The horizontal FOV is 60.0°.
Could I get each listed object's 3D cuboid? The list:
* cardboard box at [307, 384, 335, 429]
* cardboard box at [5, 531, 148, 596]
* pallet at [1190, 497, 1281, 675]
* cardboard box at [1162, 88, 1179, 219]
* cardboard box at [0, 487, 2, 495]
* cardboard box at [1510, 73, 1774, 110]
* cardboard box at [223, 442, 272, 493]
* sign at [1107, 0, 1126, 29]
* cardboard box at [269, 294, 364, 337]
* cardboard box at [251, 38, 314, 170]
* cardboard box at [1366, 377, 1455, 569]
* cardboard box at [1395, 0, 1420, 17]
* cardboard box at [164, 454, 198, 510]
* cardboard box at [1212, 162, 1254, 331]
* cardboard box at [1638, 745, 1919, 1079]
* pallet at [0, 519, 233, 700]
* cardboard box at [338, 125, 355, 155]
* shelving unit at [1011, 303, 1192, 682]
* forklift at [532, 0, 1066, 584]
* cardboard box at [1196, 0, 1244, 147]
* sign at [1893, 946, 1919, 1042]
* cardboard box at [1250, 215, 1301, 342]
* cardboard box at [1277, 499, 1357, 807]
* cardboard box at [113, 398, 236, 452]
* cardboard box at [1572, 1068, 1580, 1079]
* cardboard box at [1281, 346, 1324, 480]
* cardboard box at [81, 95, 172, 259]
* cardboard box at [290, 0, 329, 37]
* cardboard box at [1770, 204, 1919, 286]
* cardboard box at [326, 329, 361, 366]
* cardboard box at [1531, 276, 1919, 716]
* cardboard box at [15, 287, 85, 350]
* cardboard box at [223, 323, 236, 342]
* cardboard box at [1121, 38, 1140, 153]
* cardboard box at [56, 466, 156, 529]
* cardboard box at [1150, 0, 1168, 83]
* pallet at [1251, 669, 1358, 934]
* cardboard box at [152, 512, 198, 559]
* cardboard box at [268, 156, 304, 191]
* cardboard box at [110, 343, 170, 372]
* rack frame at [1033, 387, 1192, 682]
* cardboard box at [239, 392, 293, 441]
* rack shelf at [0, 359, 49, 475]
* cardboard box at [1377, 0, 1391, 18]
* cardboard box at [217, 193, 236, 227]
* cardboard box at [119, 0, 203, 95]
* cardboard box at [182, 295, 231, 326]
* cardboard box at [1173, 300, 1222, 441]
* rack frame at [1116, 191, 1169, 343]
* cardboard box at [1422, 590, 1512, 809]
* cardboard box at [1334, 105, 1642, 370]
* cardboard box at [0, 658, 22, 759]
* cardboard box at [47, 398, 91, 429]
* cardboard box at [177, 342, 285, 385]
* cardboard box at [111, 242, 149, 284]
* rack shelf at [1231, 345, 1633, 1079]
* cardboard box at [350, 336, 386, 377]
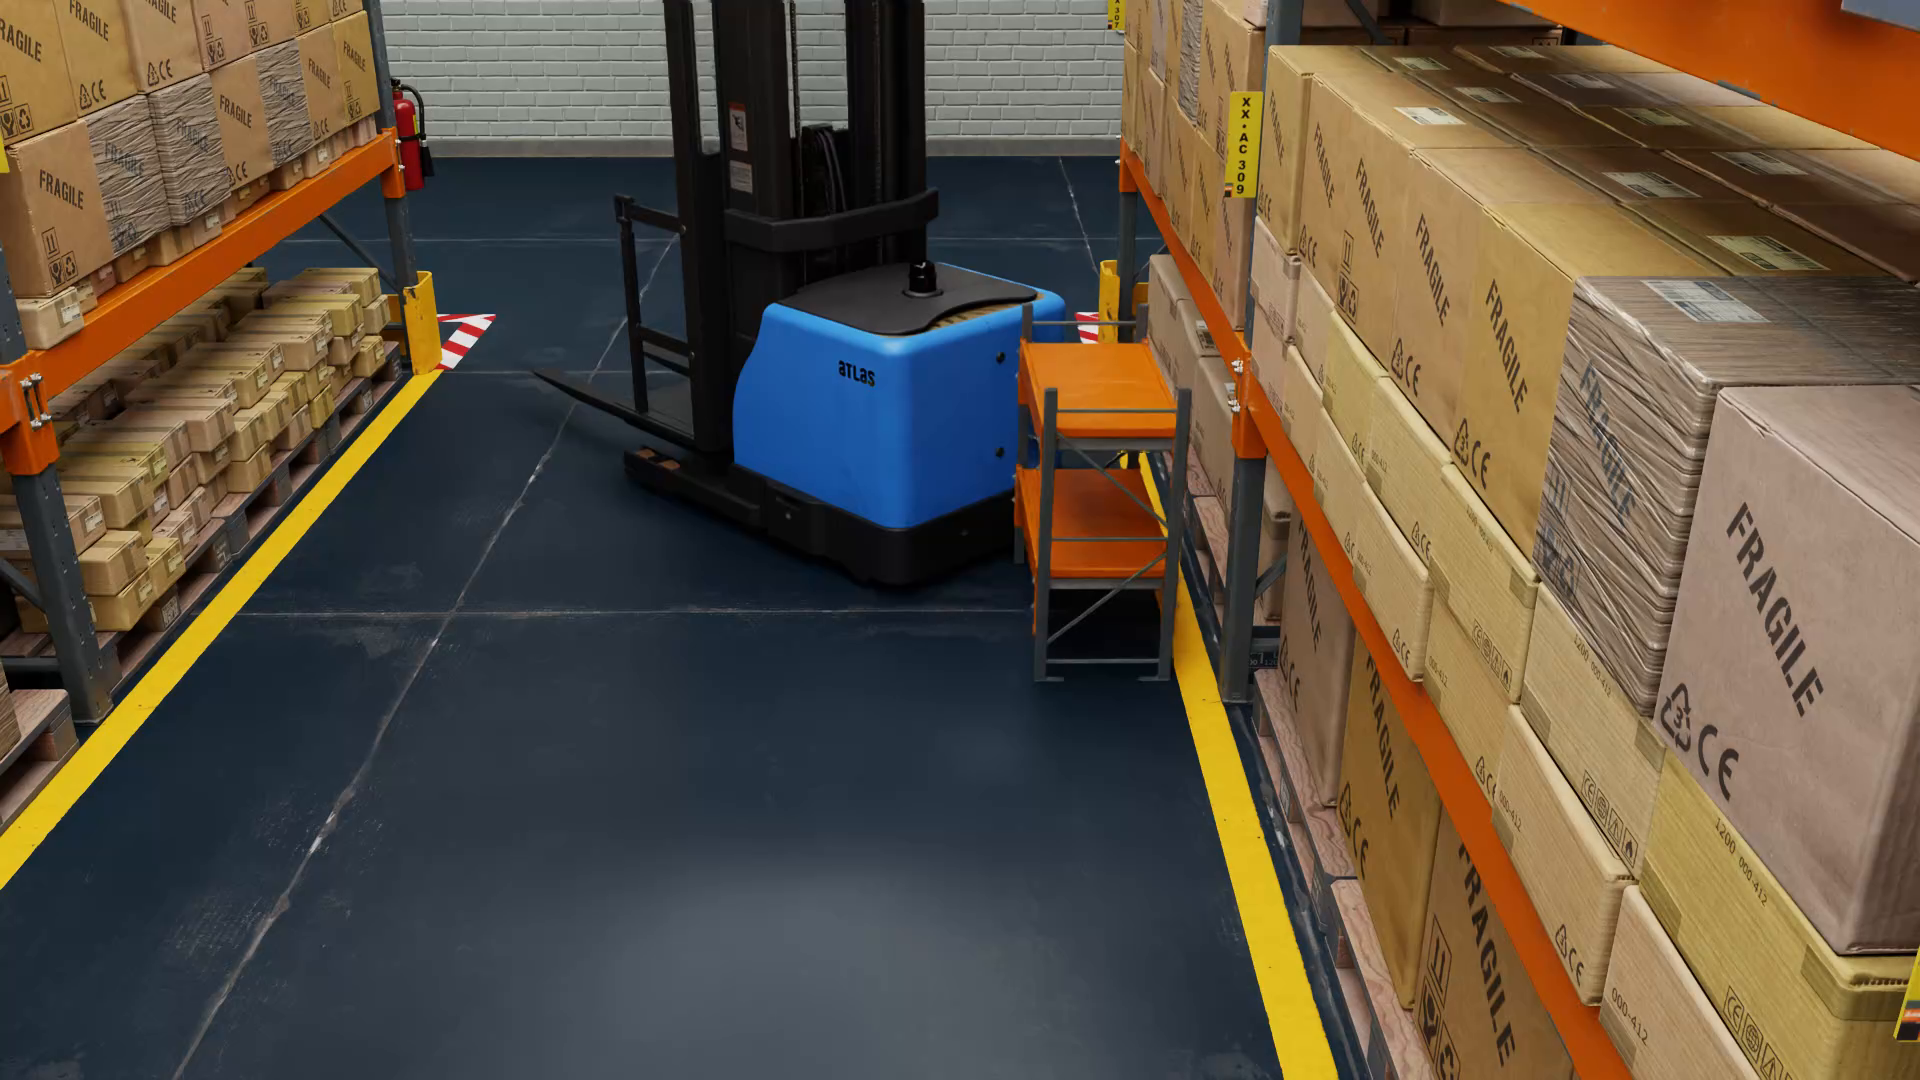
[{"bbox_3d":[-3.238,-0.643,7.981,0.380,0.149,0.250,-1,24,-3],"label":"cardboard box"},{"bbox_3d":[-3.194,0.082,6.018,0.380,0.149,0.250,1,24,2],"label":"cardboard box"},{"bbox_3d":[1.508,0.153,6.655,1.003,0.211,1.213,0,24,-1],"label":"pallet"},{"bbox_3d":[1.156,-1.674,7.190,0.500,0.500,0.500,1,24,1],"label":"cardboard box"},{"bbox_3d":[-3.817,-0.154,6.177,0.380,0.149,0.250,0,24,0],"label":"cardboard box"},{"bbox_3d":[1.707,-0.908,4.284,0.500,0.500,0.500,0,24,0],"label":"cardboard box"},{"bbox_3d":[-3.248,-0.318,7.263,0.380,0.149,0.250,-1,24,-2],"label":"cardboard box"},{"bbox_3d":[0.840,-2.882,8.836,0.100,0.325,0.005,0,24,-1],"label":"sign"},{"bbox_3d":[-3.220,-1.124,8.324,0.380,0.149,0.250,-1,24,-2],"label":"cardboard box"},{"bbox_3d":[-3.276,-1.964,7.470,0.500,0.500,0.500,0,24,0],"label":"cardboard box"},{"bbox_3d":[1.181,-0.149,3.515,0.500,0.250,0.500,-1,24,-2],"label":"cardboard box"},{"bbox_3d":[1.675,-1.837,5.550,0.380,0.149,0.250,0,24,0],"label":"cardboard box"},{"bbox_3d":[-3.326,-0.234,6.715,0.380,0.149,0.250,-1,24,-3],"label":"cardboard box"},{"bbox_3d":[1.178,-1.039,5.786,0.500,0.500,0.500,0,24,0],"label":"cardboard box"},{"bbox_3d":[1.222,0.487,2.109,0.500,0.250,0.500,0,24,-1],"label":"cardboard box"},{"bbox_3d":[-3.553,0.254,6.431,1.003,0.211,1.213,0,24,-1],"label":"pallet"},{"bbox_3d":[-3.303,-2.038,8.420,0.380,0.149,0.250,0,24,-1],"label":"cardboard box"},{"bbox_3d":[0.507,-0.209,6.334,0.538,1.125,1.048,0,24,-3],"label":"shelving unit"},{"bbox_3d":[-0.933,-1.669,7.383,1.130,2.935,3.031,-22,32,-40],"label":"forklift"},{"bbox_3d":[1.159,-1.707,6.049,0.500,0.500,0.500,-1,24,-1],"label":"cardboard box"},{"bbox_3d":[0.927,0.321,1.495,0.100,0.325,0.005,0,24,-1],"label":"sign"},{"bbox_3d":[1.161,-0.780,4.911,0.500,0.250,0.500,-1,24,-2],"label":"cardboard box"},{"bbox_3d":[1.525,0.228,5.174,0.875,0.875,0.875,0,24,1],"label":"cardboard box"},{"bbox_3d":[-3.250,-0.476,6.891,0.380,0.149,0.250,0,24,1],"label":"cardboard box"},{"bbox_3d":[1.557,1.337,2.723,0.875,0.875,0.875,0,24,-1],"label":"cardboard box"},{"bbox_3d":[1.186,-0.339,4.542,0.500,0.250,0.500,-1,24,-2],"label":"cardboard box"},{"bbox_3d":[-3.276,-1.330,6.068,0.500,0.500,0.500,0,24,-1],"label":"cardboard box"},{"bbox_3d":[-3.295,-2.628,7.725,0.500,0.500,0.500,-1,24,-2],"label":"cardboard box"},{"bbox_3d":[1.716,-0.278,2.890,0.500,0.500,0.500,0,24,1],"label":"cardboard box"},{"bbox_3d":[-3.255,-0.985,8.378,0.380,0.149,0.250,-1,24,-3],"label":"cardboard box"},{"bbox_3d":[1.201,-0.080,2.451,0.500,0.500,0.500,0,24,0],"label":"cardboard box"},{"bbox_3d":[-3.186,-0.743,5.558,0.380,0.149,0.250,1,24,1],"label":"cardboard box"},{"bbox_3d":[-3.767,-0.985,8.377,0.380,0.149,0.250,0,24,0],"label":"cardboard box"},{"bbox_3d":[1.113,-2.298,8.570,0.500,0.500,0.500,0,24,-1],"label":"cardboard box"},{"bbox_3d":[-3.251,-0.160,6.191,0.380,0.149,0.250,1,24,2],"label":"cardboard box"},{"bbox_3d":[1.141,-2.329,7.424,0.500,0.500,0.500,0,24,-1],"label":"cardboard box"},{"bbox_3d":[1.522,0.785,5.259,1.003,0.211,1.213,0,24,-1],"label":"pallet"},{"bbox_3d":[-3.251,0.005,6.549,0.380,0.149,0.250,0,24,-1],"label":"cardboard box"},{"bbox_3d":[-3.285,-1.721,7.719,0.380,0.149,0.250,-1,24,-3],"label":"cardboard box"},{"bbox_3d":[-3.854,-0.792,7.588,0.380,0.149,0.250,0,24,0],"label":"cardboard box"},{"bbox_3d":[0.528,0.001,5.872,0.500,1.125,0.032,0,24,-3],"label":"rack frame"},{"bbox_3d":[-3.222,-0.553,7.422,0.380,0.149,0.250,0,24,0],"label":"cardboard box"},{"bbox_3d":[-3.489,0.412,3.571,1.077,0.370,4.000,0,24,-1],"label":"rack shelf"},{"bbox_3d":[1.222,-1.835,5.545,0.380,0.149,0.250,0,24,1],"label":"cardboard box"},{"bbox_3d":[-3.299,-1.396,7.001,0.380,0.149,0.250,1,24,1],"label":"cardboard box"},{"bbox_3d":[-3.267,-1.985,6.302,0.500,0.500,0.500,0,24,0],"label":"cardboard box"},{"bbox_3d":[-3.890,-1.116,8.306,0.380,0.149,0.250,0,24,-1],"label":"cardboard box"},{"bbox_3d":[1.520,-0.827,8.038,0.875,0.438,0.875,0,24,1],"label":"cardboard box"},{"bbox_3d":[1.395,-2.452,9.031,1.000,3.000,0.127,0,24,-1],"label":"rack frame"},{"bbox_3d":[1.206,0.288,3.155,0.500,0.250,0.500,0,24,-1],"label":"cardboard box"},{"bbox_3d":[1.192,-0.706,3.836,0.500,0.500,0.500,-1,24,-2],"label":"cardboard box"},{"bbox_3d":[-3.250,0.512,5.002,0.500,0.500,0.500,-1,24,-2],"label":"cardboard box"},{"bbox_3d":[-3.847,-0.475,6.887,0.380,0.149,0.250,-1,24,-3],"label":"cardboard box"},{"bbox_3d":[-3.330,-0.798,7.602,0.380,0.149,0.250,-1,24,-2],"label":"cardboard box"},{"bbox_3d":[-3.316,-1.071,6.283,0.380,0.149,0.250,-1,24,-3],"label":"cardboard box"},{"bbox_3d":[1.460,0.348,3.712,1.077,0.370,4.000,0,24,-1],"label":"rack shelf"},{"bbox_3d":[-3.236,-0.959,8.680,0.380,0.149,0.250,0,24,1],"label":"cardboard box"}]
